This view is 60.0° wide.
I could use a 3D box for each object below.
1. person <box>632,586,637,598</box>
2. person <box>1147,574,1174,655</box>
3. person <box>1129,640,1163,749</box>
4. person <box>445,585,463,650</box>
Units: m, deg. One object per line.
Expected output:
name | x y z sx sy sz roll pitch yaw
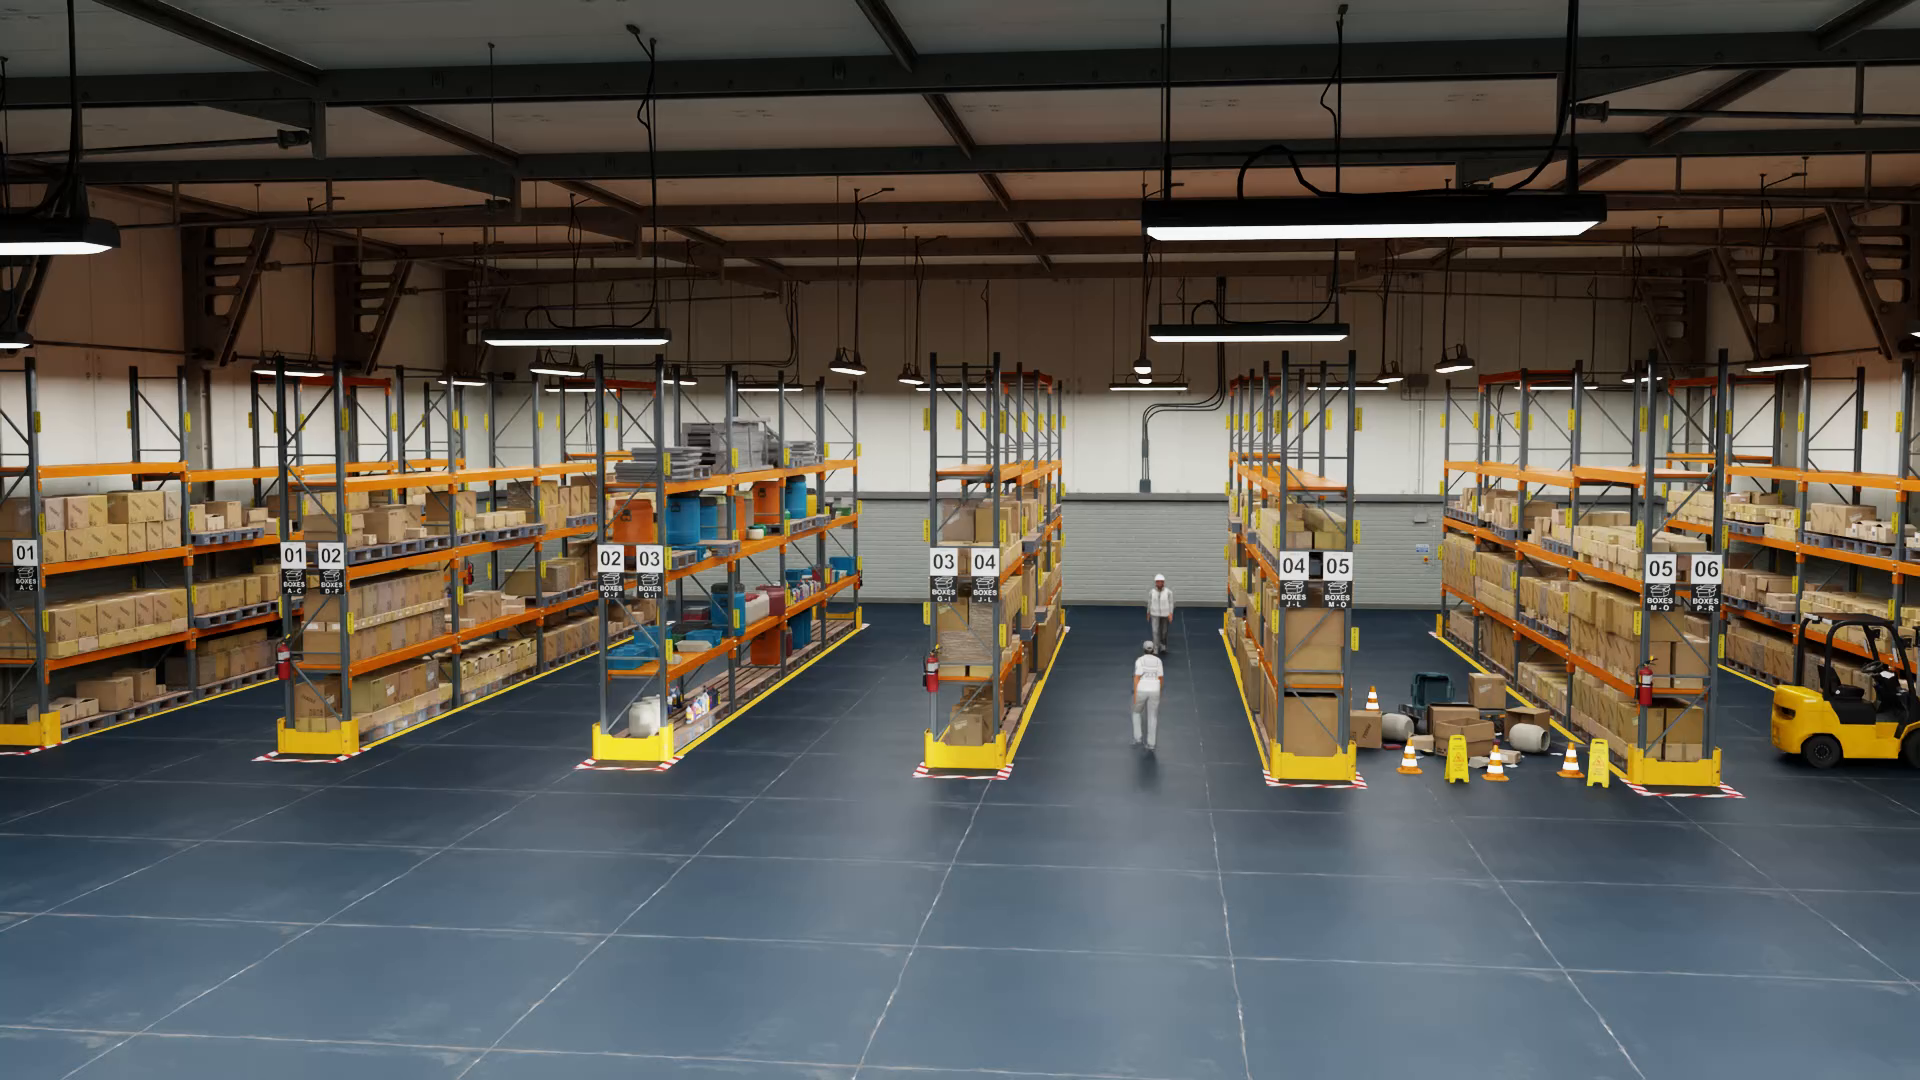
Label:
person | -8.331 1.097 42.600 0.533 1.716 1.072 4 5 42
person | 4.316 1.600 35.788 0.578 1.715 1.074 1 4 8
person | 2.879 2.384 25.516 0.508 1.678 0.602 0 4 -4
person | -10.540 1.749 34.392 0.503 1.655 0.490 2 5 31
